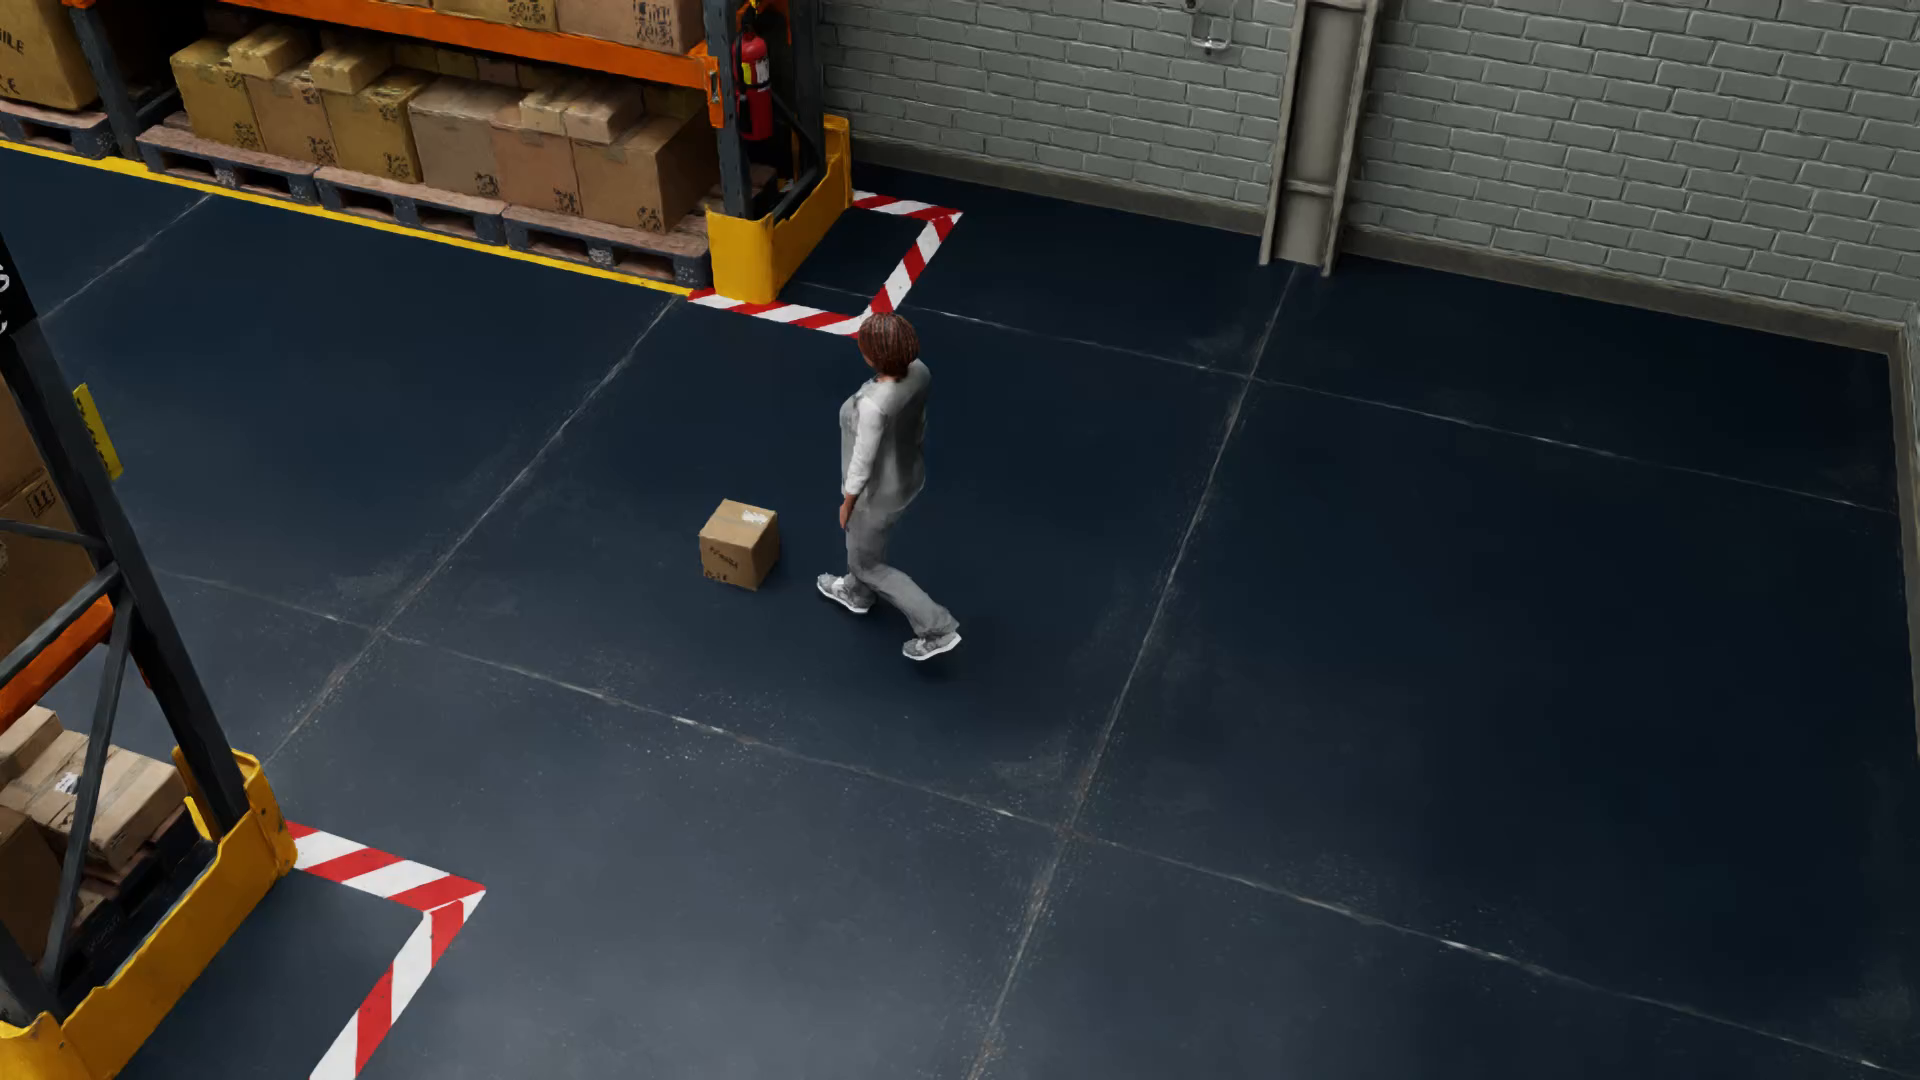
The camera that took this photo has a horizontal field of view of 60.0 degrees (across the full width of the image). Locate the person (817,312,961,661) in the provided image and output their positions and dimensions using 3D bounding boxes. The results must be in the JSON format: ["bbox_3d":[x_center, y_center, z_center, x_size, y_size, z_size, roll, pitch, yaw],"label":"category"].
[{"bbox_3d":[-0.304,-0.212,6.394,0.772,1.570,0.425,18,45,19],"label":"person"}]
